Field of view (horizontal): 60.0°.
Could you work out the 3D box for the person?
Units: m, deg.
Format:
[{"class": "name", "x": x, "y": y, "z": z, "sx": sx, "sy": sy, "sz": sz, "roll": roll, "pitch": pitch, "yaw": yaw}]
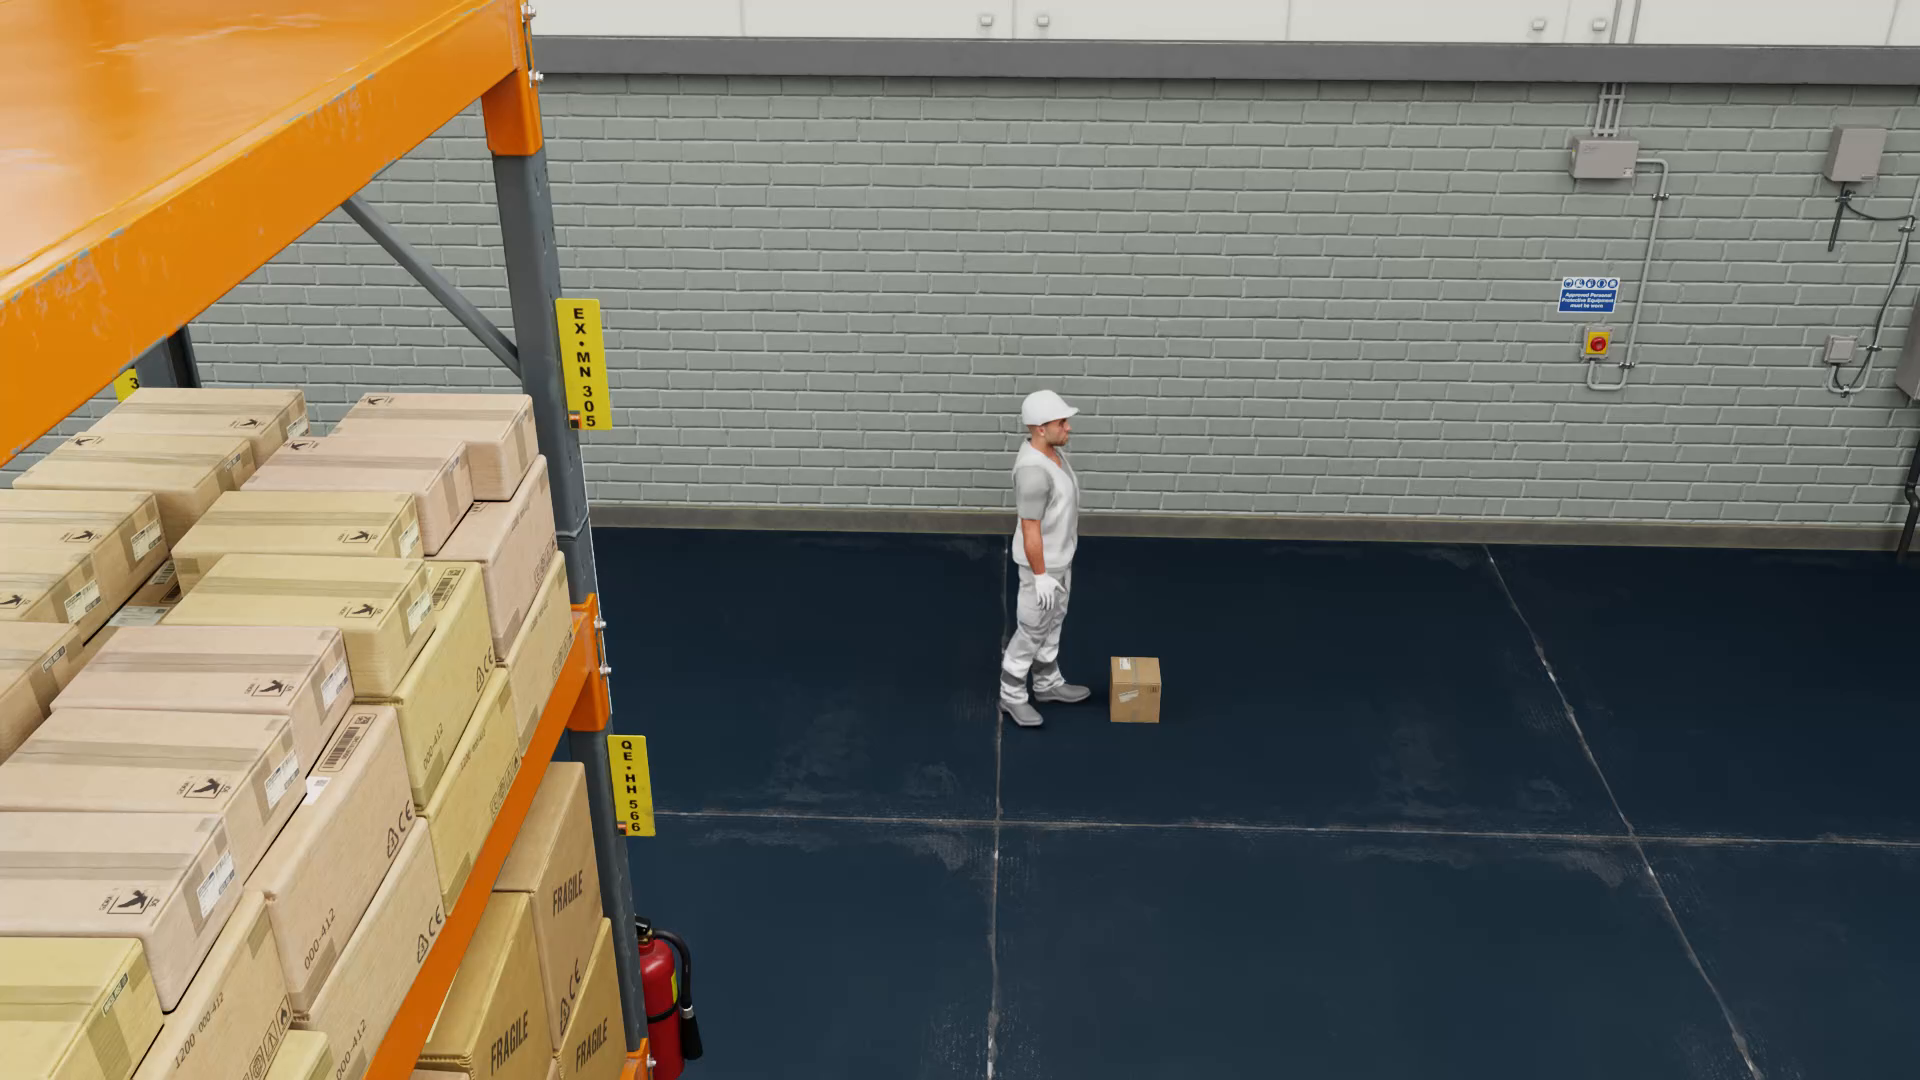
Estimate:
[{"class": "person", "x": 0.442, "y": 0.096, "z": 8.390, "sx": 0.451, "sy": 1.796, "sz": 0.609, "roll": 7, "pitch": 28, "yaw": 12}]
